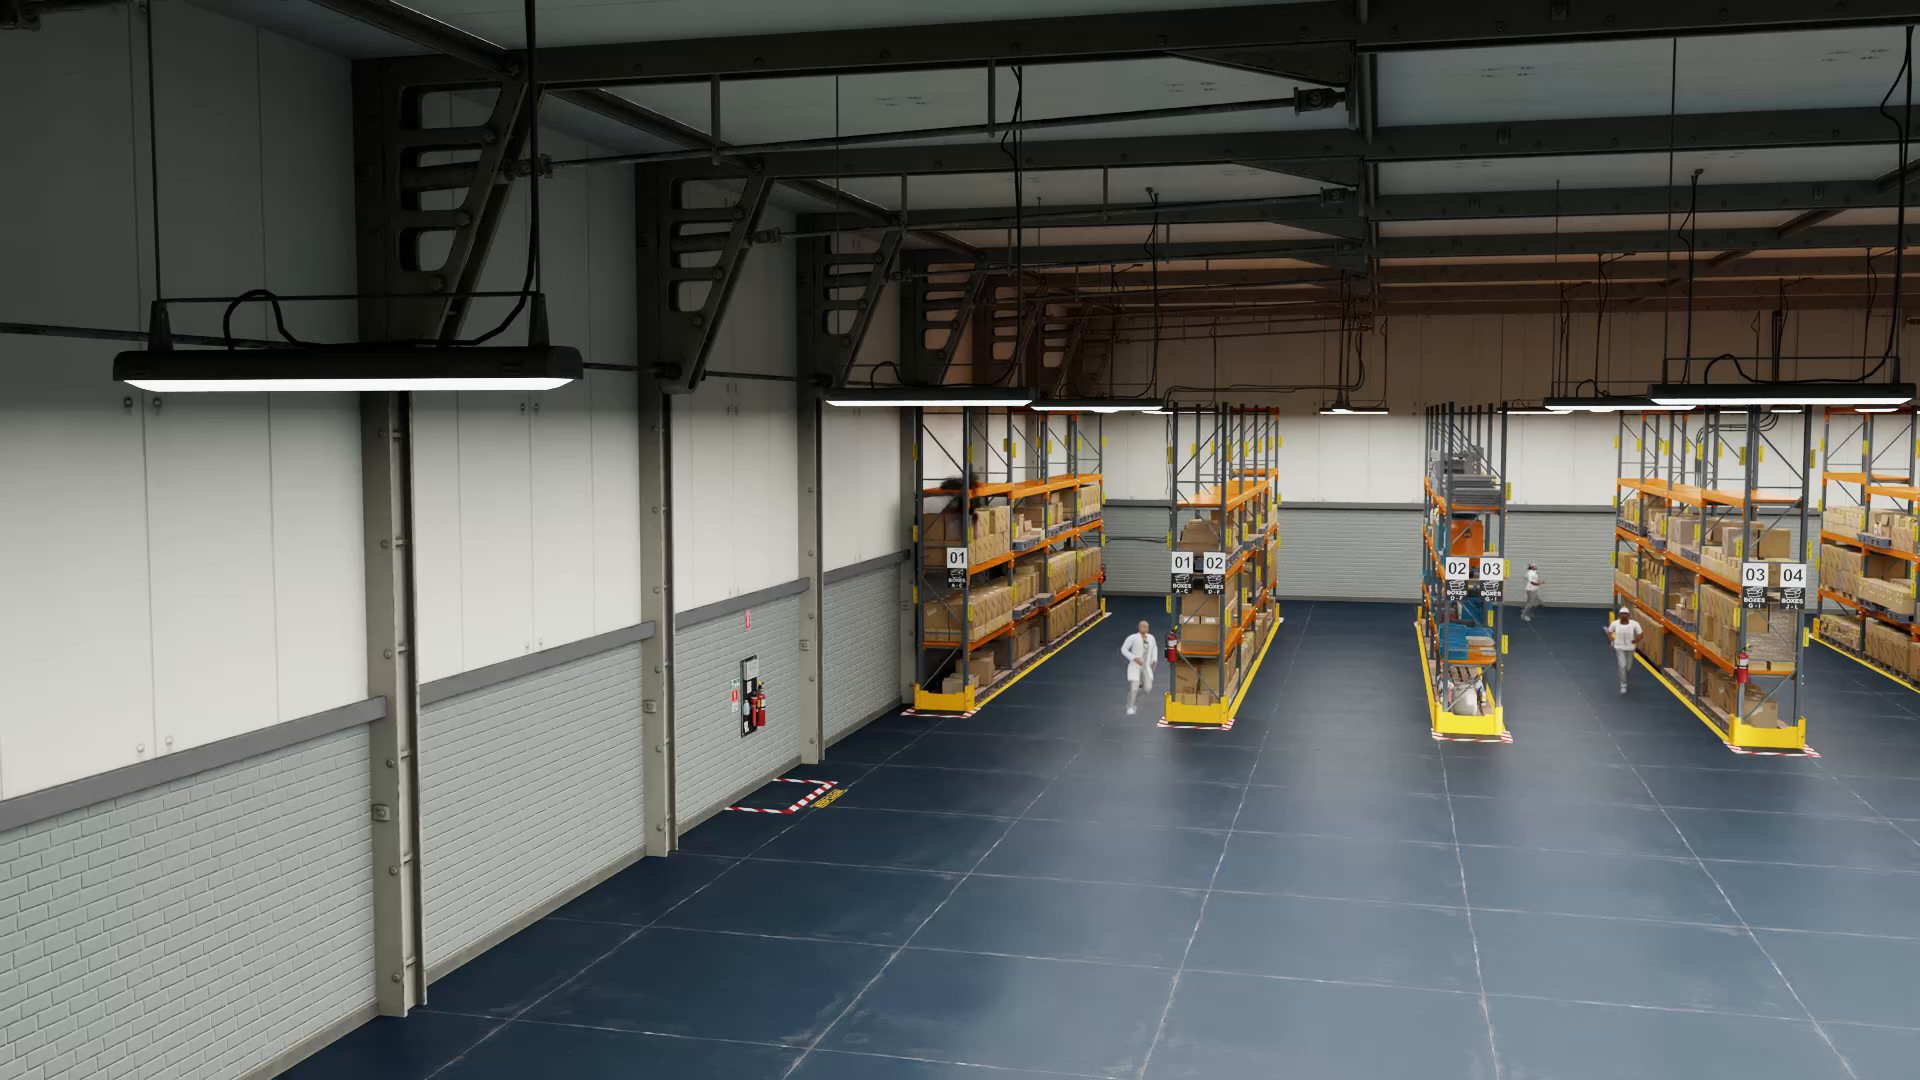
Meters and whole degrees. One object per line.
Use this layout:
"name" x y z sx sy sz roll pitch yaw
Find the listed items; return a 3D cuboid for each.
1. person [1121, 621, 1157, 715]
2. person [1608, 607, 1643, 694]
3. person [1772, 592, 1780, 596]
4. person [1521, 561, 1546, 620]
"person" 3.322 2.341 30.389 0.813 1.728 0.535 -2 5 -21
"person" 13.907 2.285 34.762 0.689 1.767 0.852 1 4 19
"person" 20.155 1.849 41.057 0.529 1.696 0.887 1 4 14
"person" 16.168 1.417 46.850 0.655 1.673 0.569 2 5 29
